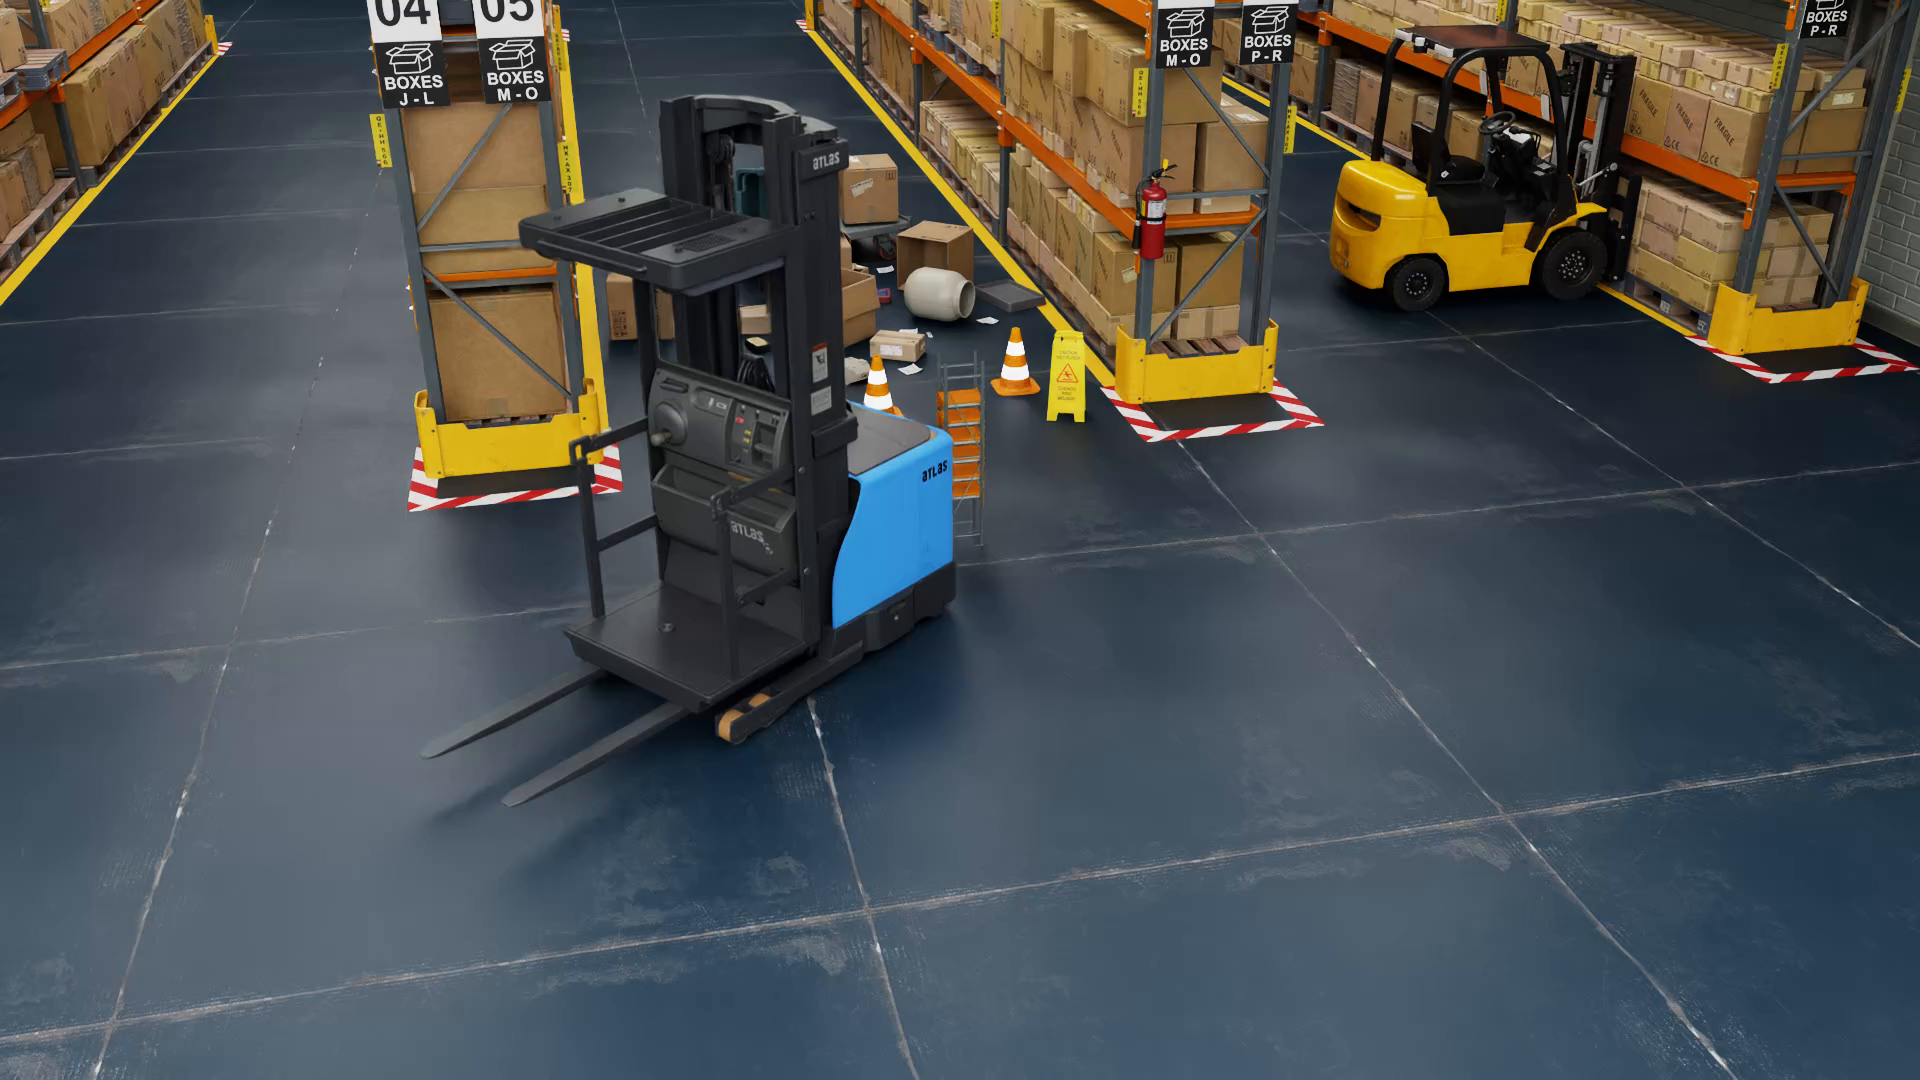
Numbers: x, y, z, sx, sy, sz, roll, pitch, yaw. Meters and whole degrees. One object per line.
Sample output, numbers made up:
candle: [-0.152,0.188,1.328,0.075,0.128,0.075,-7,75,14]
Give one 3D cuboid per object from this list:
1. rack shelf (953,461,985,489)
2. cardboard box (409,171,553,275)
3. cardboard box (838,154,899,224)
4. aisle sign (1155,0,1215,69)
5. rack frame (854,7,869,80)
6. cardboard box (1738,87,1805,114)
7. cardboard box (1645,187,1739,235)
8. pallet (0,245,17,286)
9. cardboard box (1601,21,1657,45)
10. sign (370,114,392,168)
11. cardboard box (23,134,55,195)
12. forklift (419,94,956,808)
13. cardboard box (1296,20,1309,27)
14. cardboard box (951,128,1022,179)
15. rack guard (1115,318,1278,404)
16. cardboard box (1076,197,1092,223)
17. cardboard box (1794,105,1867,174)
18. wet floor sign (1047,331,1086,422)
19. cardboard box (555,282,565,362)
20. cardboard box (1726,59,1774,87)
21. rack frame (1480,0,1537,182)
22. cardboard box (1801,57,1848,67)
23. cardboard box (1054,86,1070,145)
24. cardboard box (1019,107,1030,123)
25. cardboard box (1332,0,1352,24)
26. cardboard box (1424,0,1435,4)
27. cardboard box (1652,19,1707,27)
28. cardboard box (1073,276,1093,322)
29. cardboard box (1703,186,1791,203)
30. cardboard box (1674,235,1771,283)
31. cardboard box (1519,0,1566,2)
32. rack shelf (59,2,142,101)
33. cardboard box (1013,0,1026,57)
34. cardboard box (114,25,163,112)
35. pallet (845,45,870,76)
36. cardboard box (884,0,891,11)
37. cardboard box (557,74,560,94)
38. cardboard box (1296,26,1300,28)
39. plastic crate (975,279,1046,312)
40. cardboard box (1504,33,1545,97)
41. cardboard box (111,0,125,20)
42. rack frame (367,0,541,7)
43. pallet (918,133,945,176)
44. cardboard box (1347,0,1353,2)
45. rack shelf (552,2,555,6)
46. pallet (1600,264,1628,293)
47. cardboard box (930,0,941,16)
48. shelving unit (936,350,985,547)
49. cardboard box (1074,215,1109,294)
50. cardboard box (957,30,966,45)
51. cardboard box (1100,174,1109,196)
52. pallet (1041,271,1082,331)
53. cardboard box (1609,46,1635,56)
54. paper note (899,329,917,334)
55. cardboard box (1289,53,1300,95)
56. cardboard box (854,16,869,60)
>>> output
rack shelf: [0.003,-0.382,10.041,0.258,0.103,0.180,-6,27,-12]
cardboard box: [-3.157,-2.112,10.939,0.875,0.550,0.550,-6,27,-12]
cardboard box: [-0.858,-3.218,15.230,0.500,0.500,0.500,-6,27,-12]
aisle sign: [1.503,-3.538,11.045,0.394,0.787,0.004,-6,27,-12]
rack frame: [-0.933,-7.702,22.180,1.000,3.000,0.127,-6,27,-12]
cardboard box: [6.255,-3.397,12.821,0.380,0.149,0.250,-6,27,-11]
cardboard box: [6.078,-2.740,13.825,0.500,0.250,0.500,-5,27,-11]
pallet: [-8.962,-2.280,14.533,1.003,0.211,1.213,-6,27,-12]
cardboard box: [5.855,-4.435,14.546,0.380,0.149,0.250,-6,27,-12]
sign: [-3.561,-2.460,10.247,0.100,0.325,0.005,-6,27,-12]
cardboard box: [-9.516,-3.728,16.592,0.700,0.500,0.500,-7,28,-14]
forklift: [-1.331,-0.549,8.085,1.130,2.935,3.031,20,33,34]
cardboard box: [4.627,-6.758,21.899,0.380,0.149,0.250,-7,28,-14]
cardboard box: [0.425,-4.054,17.404,0.950,0.372,0.625,-5,27,-10]
rack guard: [1.754,-1.351,12.372,1.175,0.500,0.348,-6,27,-12]
cardboard box: [1.135,-2.608,13.122,0.380,0.149,0.250,-5,27,-11]
cardboard box: [6.765,-3.230,13.209,0.500,0.500,0.500,-5,27,-10]
wet floor sign: [0.771,-1.191,11.893,0.267,0.644,0.232,3,27,6]
cardboard box: [-3.446,-1.803,12.384,0.875,0.875,0.875,-6,27,-12]
cardboard box: [6.234,-3.647,12.986,0.380,0.149,0.250,-6,27,-12]
rack frame: [5.705,-4.695,16.224,1.000,3.000,0.127,-6,27,-12]
cardboard box: [6.740,-3.699,13.088,0.380,0.149,0.250,-5,27,-10]
cardboard box: [1.067,-3.486,13.387,0.500,0.500,0.500,-6,27,-11]
cardboard box: [0.736,-3.801,14.730,0.380,0.149,0.250,-5,27,-10]
cardboard box: [4.665,-6.165,19.301,0.500,0.250,0.500,-6,27,-11]
cardboard box: [5.095,-5.715,17.413,0.380,0.149,0.250,-6,27,-11]
cardboard box: [6.328,-4.487,14.651,0.380,0.149,0.250,-6,27,-12]
cardboard box: [1.218,-1.949,13.369,0.500,0.250,0.500,-6,27,-11]
cardboard box: [6.566,-2.795,13.934,0.500,0.250,0.500,-6,27,-12]
cardboard box: [6.192,-2.304,13.517,0.500,0.250,0.500,-6,27,-12]
cardboard box: [5.825,-5.329,16.648,0.380,0.149,0.250,-7,28,-13]
rack shelf: [-10.138,-5.496,18.609,1.077,0.370,4.000,-6,27,-12]
cardboard box: [0.851,-4.372,14.032,0.700,0.500,0.500,-6,27,-11]
cardboard box: [-10.425,-5.655,20.018,1.225,0.875,0.875,-6,27,-11]
pallet: [-1.028,-6.799,23.485,1.003,0.211,1.213,-6,27,-12]
cardboard box: [-0.627,-6.520,20.005,0.500,0.250,0.500,-6,27,-12]
cardboard box: [-3.901,-4.167,15.066,0.500,0.500,0.500,-6,27,-11]
cardboard box: [4.174,-6.589,21.563,0.380,0.149,0.250,-7,28,-14]
plastic crate: [0.425,-2.114,14.349,0.402,0.080,0.583,-16,31,-29]
cardboard box: [5.550,-4.519,15.763,0.500,0.500,0.500,-7,28,-13]
cardboard box: [-10.112,-6.344,19.380,0.500,0.500,0.500,-5,27,-10]
rack frame: [-3.029,-4.565,9.307,1.000,3.000,0.127,-6,27,-12]
pallet: [0.143,-4.358,18.649,1.003,0.211,1.213,-6,27,-12]
cardboard box: [4.641,-6.385,19.184,0.500,0.250,0.500,-6,27,-12]
rack shelf: [-6.184,-7.711,22.998,1.077,0.370,4.000,-6,27,-12]
pallet: [6.122,-2.560,15.088,1.003,0.211,1.213,-6,27,-12]
cardboard box: [-0.032,-5.861,17.627,0.500,0.500,0.500,-5,27,-9]
shelving unit: [0.003,-0.529,9.967,0.258,1.200,0.189,-6,27,-12]
cardboard box: [1.216,-2.282,13.196,0.500,0.500,0.500,-5,27,-10]
cardboard box: [0.177,-5.145,16.927,0.380,0.149,0.250,-5,27,-10]
cardboard box: [1.276,-2.679,12.507,0.380,0.149,0.250,-6,27,-12]
pallet: [1.334,-2.117,14.210,1.003,0.211,1.213,-6,27,-12]
cardboard box: [5.849,-4.182,14.376,0.380,0.149,0.250,-7,28,-13]
paper note: [-0.427,-1.704,13.605,0.148,0.019,0.142,3,27,6]
cardboard box: [4.396,-5.907,20.933,0.500,0.500,0.500,-6,27,-12]
cardboard box: [-0.970,-7.032,23.230,0.875,0.438,0.875,-6,27,-12]
